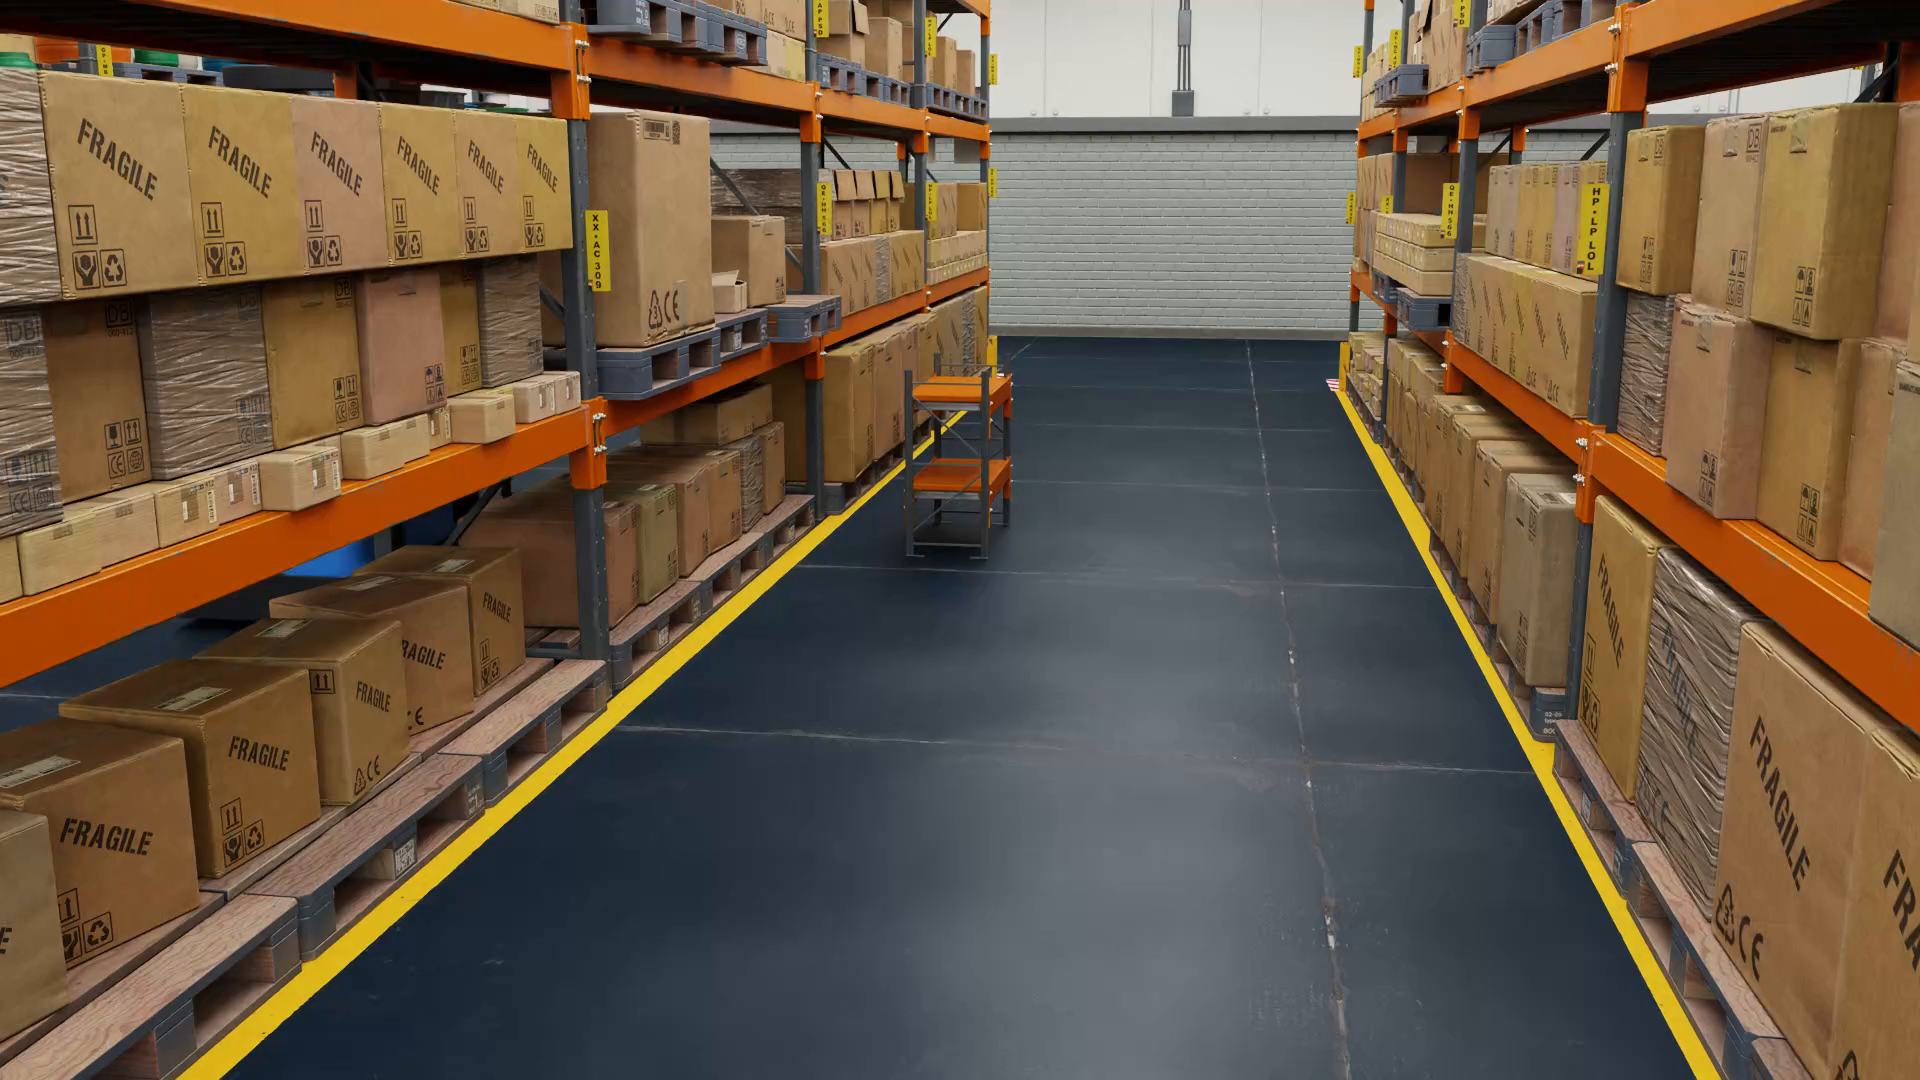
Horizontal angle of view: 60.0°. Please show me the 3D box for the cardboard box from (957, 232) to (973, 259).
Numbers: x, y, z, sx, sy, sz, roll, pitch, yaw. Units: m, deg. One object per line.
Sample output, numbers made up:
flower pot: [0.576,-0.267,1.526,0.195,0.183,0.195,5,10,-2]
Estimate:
cardboard box: [-0.148,-3.026,17.065,0.500,0.250,0.500,1,12,7]

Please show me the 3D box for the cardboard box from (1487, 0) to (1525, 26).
cardboard box: [3.148,-2.961,8.972,0.500,0.311,0.500,2,12,9]

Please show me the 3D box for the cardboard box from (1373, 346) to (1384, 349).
cardboard box: [4.163,-1.768,15.934,0.380,0.149,0.250,2,12,9]

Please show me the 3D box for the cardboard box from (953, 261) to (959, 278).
cardboard box: [-0.221,-2.640,16.221,0.380,0.149,0.250,2,12,9]

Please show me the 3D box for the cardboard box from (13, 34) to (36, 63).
cardboard box: [-10.330,-5.183,17.695,0.700,0.500,0.500,2,12,9]

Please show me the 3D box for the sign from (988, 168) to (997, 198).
sign: [0.355,-3.936,18.329,0.100,0.325,0.005,2,12,9]

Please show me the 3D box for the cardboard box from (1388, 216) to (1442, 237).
cardboard box: [3.418,-2.350,12.466,0.380,0.149,0.250,2,12,8]

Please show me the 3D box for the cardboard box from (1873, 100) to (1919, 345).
cardboard box: [2.555,-0.670,3.561,0.875,0.550,0.550,2,12,9]

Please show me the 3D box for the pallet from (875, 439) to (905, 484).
pallet: [-1.023,-0.662,13.062,1.003,0.211,1.213,2,12,9]

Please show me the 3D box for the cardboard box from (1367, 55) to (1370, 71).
cardboard box: [4.261,-4.759,16.559,0.380,0.149,0.250,2,12,9]

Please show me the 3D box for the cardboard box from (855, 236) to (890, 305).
cardboard box: [-0.834,-2.069,12.738,0.500,0.500,0.500,2,12,9]

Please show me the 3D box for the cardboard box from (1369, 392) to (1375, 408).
cardboard box: [3.915,-1.274,15.053,0.380,0.149,0.250,1,12,7]

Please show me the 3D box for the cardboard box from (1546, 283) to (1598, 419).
cardboard box: [2.677,-0.762,6.670,0.500,0.500,0.500,2,12,8]

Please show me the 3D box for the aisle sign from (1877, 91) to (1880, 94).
aisle sign: [9.338,-4.249,16.920,0.394,0.787,0.004,2,12,9]

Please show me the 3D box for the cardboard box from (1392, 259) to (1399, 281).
cardboard box: [3.339,-1.952,12.029,0.380,0.149,0.250,1,12,6]

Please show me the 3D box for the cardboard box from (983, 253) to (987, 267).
cardboard box: [0.092,-3.068,18.204,0.380,0.149,0.250,2,12,10]

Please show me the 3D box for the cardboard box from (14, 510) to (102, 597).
cardboard box: [-2.249,0.024,3.859,0.380,0.149,0.250,2,12,9]

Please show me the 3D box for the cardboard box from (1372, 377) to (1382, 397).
cardboard box: [3.855,-1.350,14.704,0.380,0.149,0.250,1,12,6]

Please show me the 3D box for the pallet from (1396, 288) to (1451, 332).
pallet: [3.481,-1.486,10.724,1.213,0.211,1.003,2,12,9]

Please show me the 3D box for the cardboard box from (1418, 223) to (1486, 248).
cardboard box: [3.099,-1.918,10.462,0.380,0.149,0.250,1,12,6]

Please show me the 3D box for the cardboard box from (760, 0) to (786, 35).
cardboard box: [-1.303,-3.155,9.469,0.500,0.500,0.500,2,12,9]

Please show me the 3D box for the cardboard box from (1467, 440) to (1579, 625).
cardboard box: [3.020,-0.034,7.873,1.050,0.750,0.750,2,12,9]

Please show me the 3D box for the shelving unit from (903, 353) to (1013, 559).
shelving unit: [0.001,-0.551,10.381,0.538,1.125,1.048,2,12,9]

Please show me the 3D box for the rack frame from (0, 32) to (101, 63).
rack frame: [-6.303,-4.703,10.956,1.000,3.000,0.127,2,12,9]

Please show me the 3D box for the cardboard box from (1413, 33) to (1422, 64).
cardboard box: [3.749,-3.712,12.694,0.500,0.311,0.500,2,12,8]

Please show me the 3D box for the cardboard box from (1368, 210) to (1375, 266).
cardboard box: [4.046,-2.776,15.313,0.500,0.500,0.500,2,12,8]

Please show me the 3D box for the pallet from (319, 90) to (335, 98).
pallet: [-5.712,-3.811,14.384,1.213,0.211,1.003,2,12,9]

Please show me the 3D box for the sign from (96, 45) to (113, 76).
sign: [-5.758,-3.169,11.207,0.100,0.325,0.005,2,12,9]

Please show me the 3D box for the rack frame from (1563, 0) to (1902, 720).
rack frame: [2.861,-0.595,6.136,1.000,3.000,0.127,2,12,9]

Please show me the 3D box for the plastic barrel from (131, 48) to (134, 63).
plastic barrel: [-6.283,-3.602,12.300,0.301,0.262,0.301,0,12,0]

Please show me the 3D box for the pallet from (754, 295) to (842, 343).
pallet: [-1.413,-1.364,10.159,1.213,0.211,1.003,2,12,9]

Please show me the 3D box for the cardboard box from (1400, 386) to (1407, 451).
cardboard box: [3.569,-0.879,12.389,0.500,0.500,0.500,2,12,10]

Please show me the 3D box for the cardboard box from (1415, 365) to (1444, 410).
cardboard box: [3.389,-1.034,11.329,0.500,0.250,0.500,2,12,9]

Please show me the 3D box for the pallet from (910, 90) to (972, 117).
pallet: [-0.468,-4.289,16.364,1.003,0.211,1.213,2,12,9]

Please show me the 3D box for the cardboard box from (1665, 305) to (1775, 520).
cardboard box: [2.555,-0.368,4.724,0.875,0.550,0.550,2,12,9]

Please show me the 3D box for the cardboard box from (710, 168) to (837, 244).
cardboard box: [-1.281,-2.301,11.431,0.797,0.503,0.637,2,12,11]

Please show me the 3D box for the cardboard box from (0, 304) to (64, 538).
cardboard box: [-2.528,-0.252,3.601,0.875,0.500,0.500,2,12,9]

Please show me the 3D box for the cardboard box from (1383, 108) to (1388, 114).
cardboard box: [3.988,-3.868,14.558,0.500,0.250,0.500,2,12,8]

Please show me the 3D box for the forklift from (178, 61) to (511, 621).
forklift: [-3.211,-1.271,9.433,1.130,2.935,3.031,2,12,9]

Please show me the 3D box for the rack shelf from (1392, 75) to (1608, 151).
rack shelf: [3.784,-2.959,11.691,1.077,0.370,4.000,2,12,9]

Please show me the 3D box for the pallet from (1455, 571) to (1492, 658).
pallet: [3.091,0.350,8.368,1.003,0.211,1.213,2,12,9]

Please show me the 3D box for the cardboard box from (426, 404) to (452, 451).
cardboard box: [-2.010,-0.395,5.802,0.380,0.149,0.250,2,12,9]

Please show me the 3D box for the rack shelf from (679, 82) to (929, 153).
rack shelf: [-1.102,-3.141,12.535,1.077,0.370,4.000,2,12,9]

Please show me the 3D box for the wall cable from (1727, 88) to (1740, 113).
wall cable: [10.210,-7.080,21.985,0.463,3.000,0.029,2,12,9]

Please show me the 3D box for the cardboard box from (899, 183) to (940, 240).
cardboard box: [-0.468,-2.973,15.036,0.500,0.500,0.500,2,12,9]

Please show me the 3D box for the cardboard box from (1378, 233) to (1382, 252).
cardboard box: [3.539,-2.368,13.252,0.380,0.149,0.250,2,12,8]

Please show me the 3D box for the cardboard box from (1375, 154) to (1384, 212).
cardboard box: [3.971,-3.158,14.711,0.500,0.500,0.500,1,12,7]

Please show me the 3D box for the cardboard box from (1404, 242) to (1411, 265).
cardboard box: [3.219,-1.936,11.251,0.380,0.149,0.250,2,12,9]

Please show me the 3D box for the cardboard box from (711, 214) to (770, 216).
cardboard box: [-1.453,-1.750,10.261,0.500,0.500,0.500,0,12,2]

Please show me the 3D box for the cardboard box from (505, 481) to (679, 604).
cardboard box: [-1.817,0.004,8.244,0.700,0.500,0.500,2,12,8]

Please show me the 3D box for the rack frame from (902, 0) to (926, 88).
rack frame: [-0.794,-5.375,14.075,1.000,3.000,0.127,2,12,9]

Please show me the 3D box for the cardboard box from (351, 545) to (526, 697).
cardboard box: [-2.125,0.321,6.818,0.500,0.500,0.500,1,12,7]
